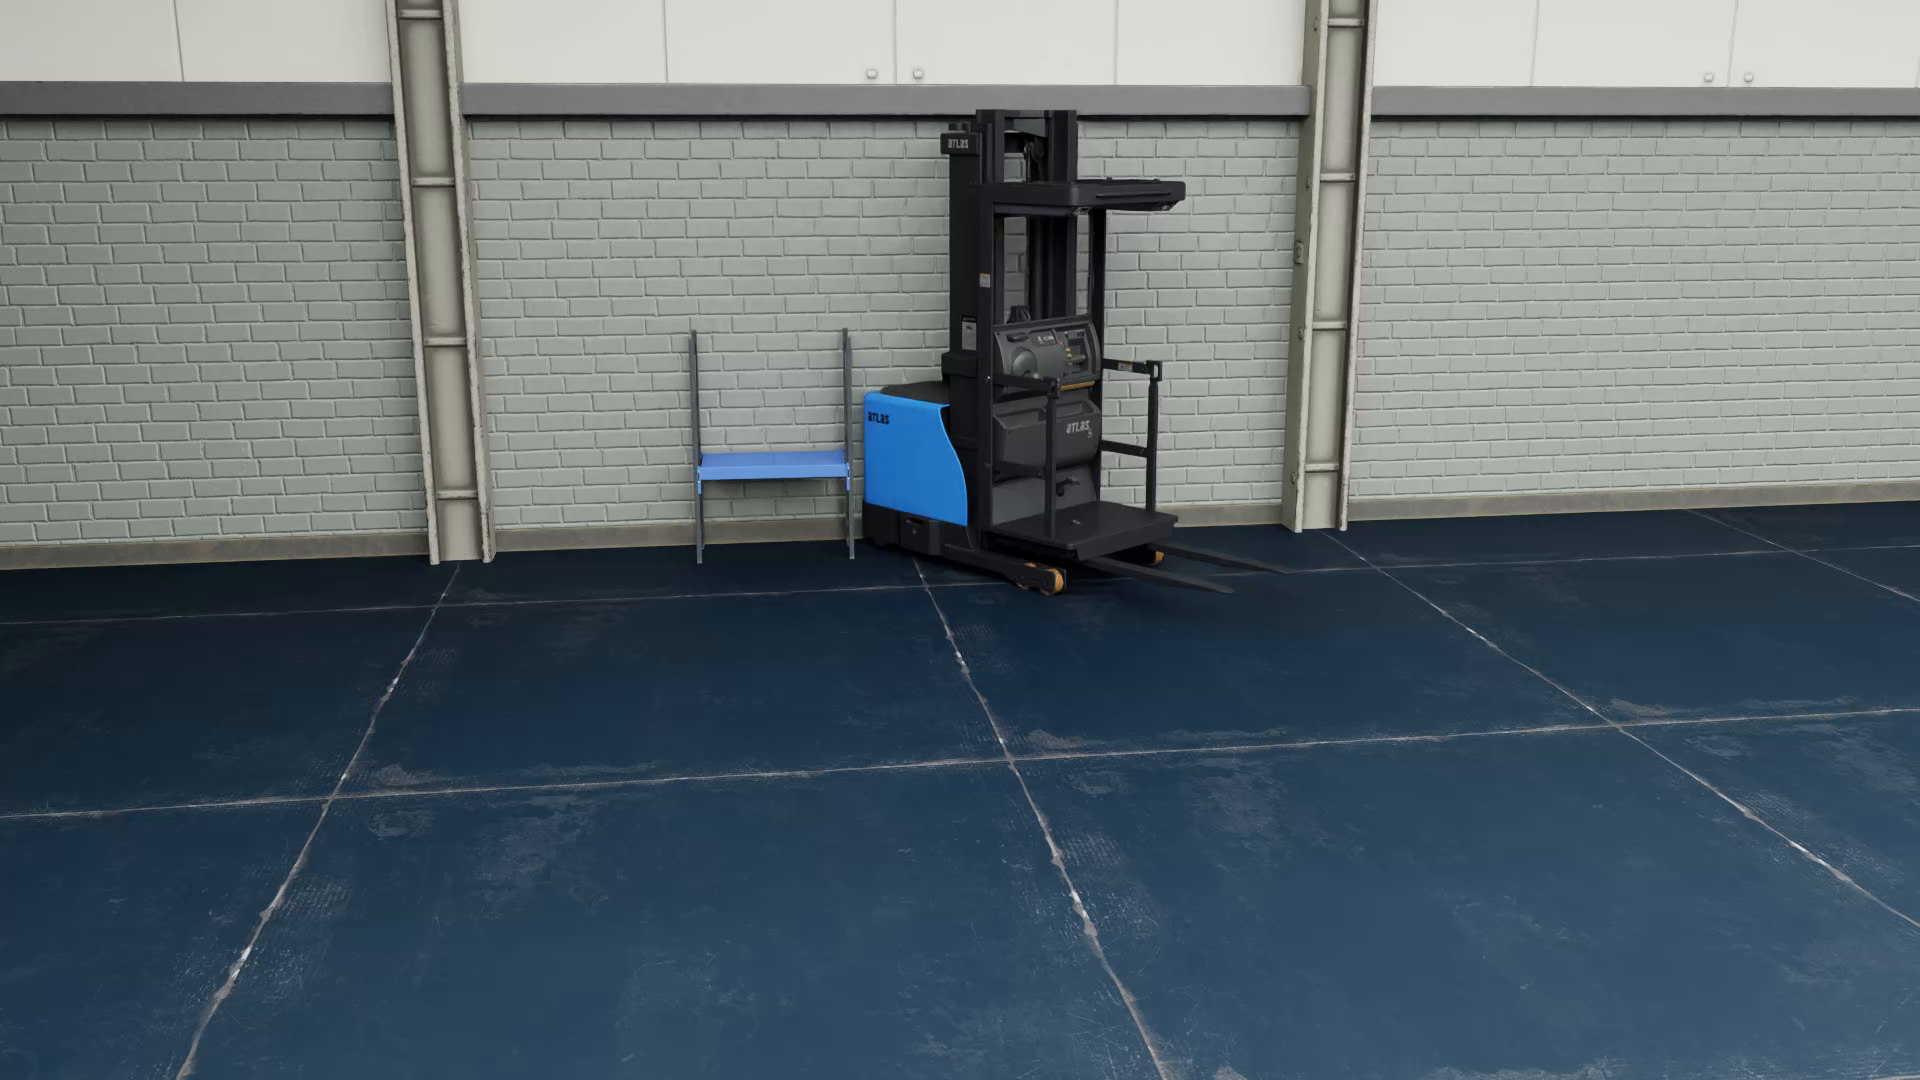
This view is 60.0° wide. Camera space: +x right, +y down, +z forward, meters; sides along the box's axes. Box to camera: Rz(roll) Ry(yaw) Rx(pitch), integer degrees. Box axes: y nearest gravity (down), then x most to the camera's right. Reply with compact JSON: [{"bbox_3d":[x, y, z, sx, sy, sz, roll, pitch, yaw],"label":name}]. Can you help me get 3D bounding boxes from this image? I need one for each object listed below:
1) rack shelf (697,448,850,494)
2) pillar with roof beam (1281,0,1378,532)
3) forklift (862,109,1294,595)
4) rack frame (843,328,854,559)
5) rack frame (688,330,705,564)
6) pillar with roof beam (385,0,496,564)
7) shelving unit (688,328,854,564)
[{"bbox_3d":[-1.261,-0.470,11.253,1.000,0.185,0.538,-2,14,-6],"label":"rack shelf"},{"bbox_3d":[3.217,-3.429,6.895,0.400,9.000,9.100,-2,14,-8],"label":"pillar with roof beam"},{"bbox_3d":[0.719,-1.220,10.561,1.130,2.935,3.031,-14,19,-43],"label":"forklift"},{"bbox_3d":[-0.756,-0.659,11.265,0.032,1.500,0.500,-2,14,-6],"label":"rack frame"},{"bbox_3d":[-1.766,-0.631,11.154,0.032,1.500,0.500,-2,14,-6],"label":"rack frame"},{"bbox_3d":[-2.716,-3.211,6.028,0.400,9.000,9.100,-2,14,-8],"label":"pillar with roof beam"},{"bbox_3d":[-1.261,-0.645,11.209,1.048,1.500,0.538,-2,14,-6],"label":"shelving unit"}]
